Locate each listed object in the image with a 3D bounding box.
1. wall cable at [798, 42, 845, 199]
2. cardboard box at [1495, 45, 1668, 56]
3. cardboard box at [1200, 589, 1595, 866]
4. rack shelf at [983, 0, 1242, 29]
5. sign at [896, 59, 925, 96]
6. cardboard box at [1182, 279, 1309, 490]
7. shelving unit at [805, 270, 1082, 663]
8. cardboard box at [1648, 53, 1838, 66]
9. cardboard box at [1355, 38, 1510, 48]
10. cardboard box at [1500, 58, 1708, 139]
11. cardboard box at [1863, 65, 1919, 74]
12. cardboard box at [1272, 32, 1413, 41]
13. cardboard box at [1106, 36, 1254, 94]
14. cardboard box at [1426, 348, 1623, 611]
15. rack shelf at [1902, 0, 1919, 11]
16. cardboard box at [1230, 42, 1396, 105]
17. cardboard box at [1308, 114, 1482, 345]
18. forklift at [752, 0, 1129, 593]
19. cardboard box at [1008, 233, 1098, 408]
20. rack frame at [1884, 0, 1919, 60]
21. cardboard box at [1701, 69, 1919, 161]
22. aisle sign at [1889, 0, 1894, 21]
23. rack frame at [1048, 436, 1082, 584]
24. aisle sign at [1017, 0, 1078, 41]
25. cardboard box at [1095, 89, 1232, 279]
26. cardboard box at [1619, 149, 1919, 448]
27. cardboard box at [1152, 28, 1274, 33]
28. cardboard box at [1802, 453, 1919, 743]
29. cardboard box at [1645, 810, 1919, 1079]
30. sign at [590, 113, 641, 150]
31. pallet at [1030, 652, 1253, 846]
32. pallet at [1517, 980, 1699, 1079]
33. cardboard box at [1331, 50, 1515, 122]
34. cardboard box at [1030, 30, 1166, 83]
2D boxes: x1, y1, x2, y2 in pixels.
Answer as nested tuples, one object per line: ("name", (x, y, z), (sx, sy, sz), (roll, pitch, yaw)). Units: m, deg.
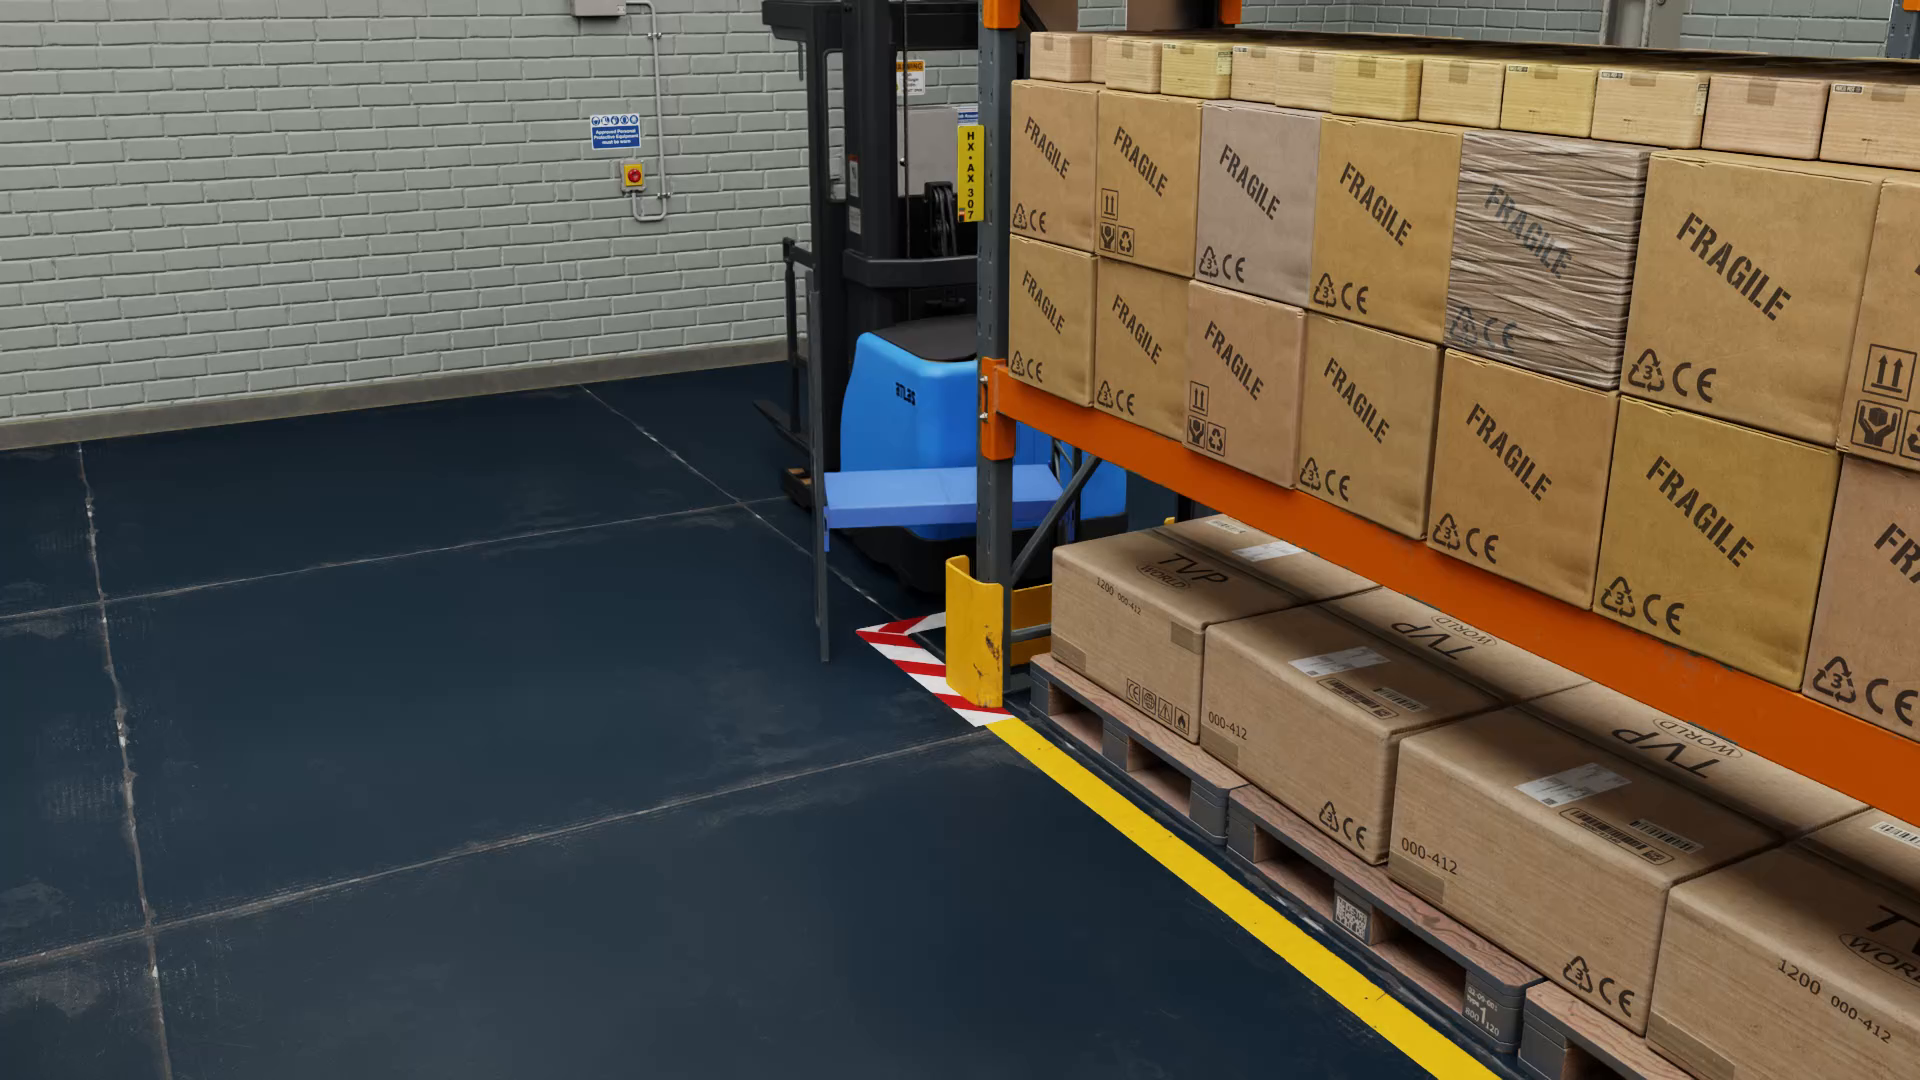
("wall cable", (-0.926, -3.223, 11.317), (0.588, 1.984, 0.122), (-10, 21, -27))
("cardboard box", (1.638, -1.223, 4.398), (0.380, 0.149, 0.250), (-9, 21, -25))
("cardboard box", (1.373, 0.543, 5.243), (0.875, 0.438, 0.875), (-9, 21, -25))
("rack shelf", (1.479, -1.409, 4.120), (1.077, 0.370, 4.000), (-10, 21, -27))
("sign", (-0.398, -3.245, 11.670), (0.339, 0.242, 0.001), (-10, 21, -27))
("cardboard box", (0.995, -0.480, 4.771), (0.500, 0.500, 0.500), (-10, 21, -27))
("shelving unit", (-0.071, -0.316, 6.746), (1.048, 1.500, 0.538), (-2, 19, -7))
("cardboard box", (1.856, -1.073, 3.962), (0.380, 0.149, 0.250), (-10, 21, -27))
("cardboard box", (1.359, -1.365, 4.807), (0.380, 0.149, 0.250), (-10, 22, -27))
("cardboard box", (1.451, -0.999, 3.748), (0.380, 0.149, 0.250), (-10, 22, -28))
("cardboard box", (2.149, -0.933, 3.556), (0.380, 0.149, 0.250), (-10, 21, -27))
("cardboard box", (1.214, -1.529, 5.284), (0.380, 0.149, 0.250), (-10, 22, -27))
("cardboard box", (0.664, -1.430, 4.997), (0.380, 0.149, 0.250), (-9, 21, -25))
("cardboard box", (1.483, -0.186, 3.920), (0.500, 0.500, 0.500), (-10, 22, -27))
("rack shelf", (5.845, -2.179, 6.351), (1.077, 0.370, 4.000), (-10, 21, -27))
("cardboard box", (0.976, -1.290, 4.591), (0.380, 0.149, 0.250), (-10, 21, -26))
("cardboard box", (1.247, -0.806, 4.183), (0.500, 0.500, 0.500), (-10, 21, -26))
("forklift", (-0.297, -1.595, 8.260), (1.130, 2.935, 3.031), (-8, 21, -23))
("cardboard box", (0.504, -0.770, 5.611), (0.500, 0.500, 0.500), (-10, 21, -27))
("rack frame", (4.896, -1.675, 8.387), (1.000, 3.000, 0.127), (-10, 21, -27))
("cardboard box", (1.727, -0.858, 3.338), (0.380, 0.149, 0.250), (-10, 21, -27))
("aisle sign", (4.605, -2.878, 7.888), (0.394, 0.787, 0.004), (-10, 21, -27))
("rack frame", (0.433, -0.337, 6.810), (0.032, 1.500, 0.500), (-2, 19, -7))
("aisle sign", (0.240, -2.110, 5.661), (0.394, 0.787, 0.004), (-10, 21, -27))
("cardboard box", (0.758, -1.096, 5.022), (0.500, 0.500, 0.500), (-11, 22, -28))
("cardboard box", (1.728, -0.516, 3.343), (0.500, 0.500, 0.500), (-10, 22, -27))
("cardboard box", (0.876, -1.660, 5.662), (0.380, 0.149, 0.250), (-10, 21, -26))
("cardboard box", (1.983, 0.102, 3.083), (0.500, 0.500, 0.500), (-10, 21, -26))
("cardboard box", (2.225, 1.059, 3.748), (0.875, 0.438, 0.875), (-10, 22, -27))
("sign", (-2.240, -2.658, 10.821), (0.327, 0.218, 0.001), (-10, 21, -27))
("pallet", (0.978, 0.631, 5.980), (1.003, 0.211, 1.213), (-10, 21, -27))
("pallet", (2.136, 1.331, 3.950), (1.003, 0.211, 1.213), (-10, 21, -27))
("cardboard box", (1.153, -1.135, 4.142), (0.380, 0.149, 0.250), (-11, 22, -28))
("cardboard box", (0.454, -1.587, 5.451), (0.380, 0.149, 0.250), (-9, 21, -26))
